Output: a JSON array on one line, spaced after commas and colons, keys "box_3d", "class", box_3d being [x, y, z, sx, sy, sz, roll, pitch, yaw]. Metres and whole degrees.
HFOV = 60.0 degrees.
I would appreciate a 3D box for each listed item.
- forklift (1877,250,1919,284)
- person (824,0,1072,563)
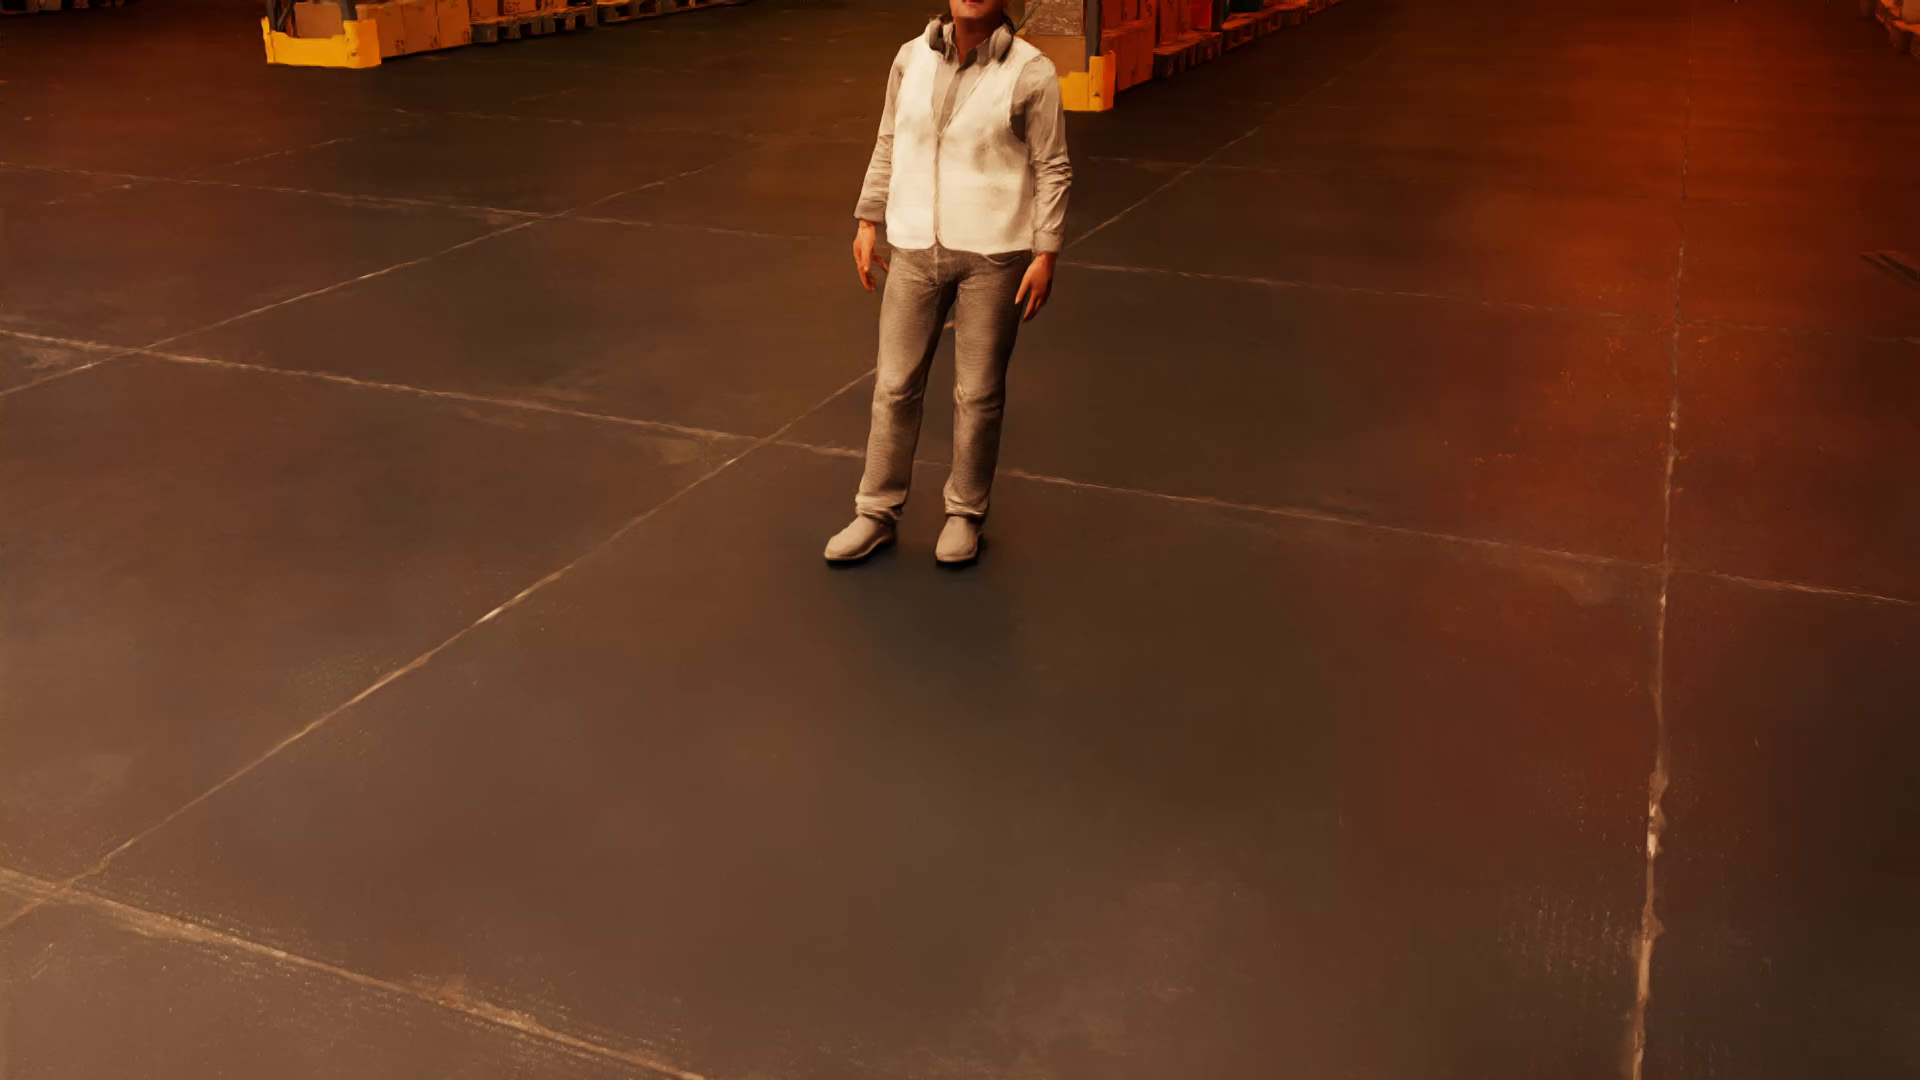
[{"box_3d": [4.538, -1.904, 5.847, 1.130, 2.935, 3.031, 1, 23, 2], "class": "forklift"}, {"box_3d": [-0.031, -0.804, 4.698, 0.632, 1.773, 0.567, 9, 24, 21], "class": "person"}]
